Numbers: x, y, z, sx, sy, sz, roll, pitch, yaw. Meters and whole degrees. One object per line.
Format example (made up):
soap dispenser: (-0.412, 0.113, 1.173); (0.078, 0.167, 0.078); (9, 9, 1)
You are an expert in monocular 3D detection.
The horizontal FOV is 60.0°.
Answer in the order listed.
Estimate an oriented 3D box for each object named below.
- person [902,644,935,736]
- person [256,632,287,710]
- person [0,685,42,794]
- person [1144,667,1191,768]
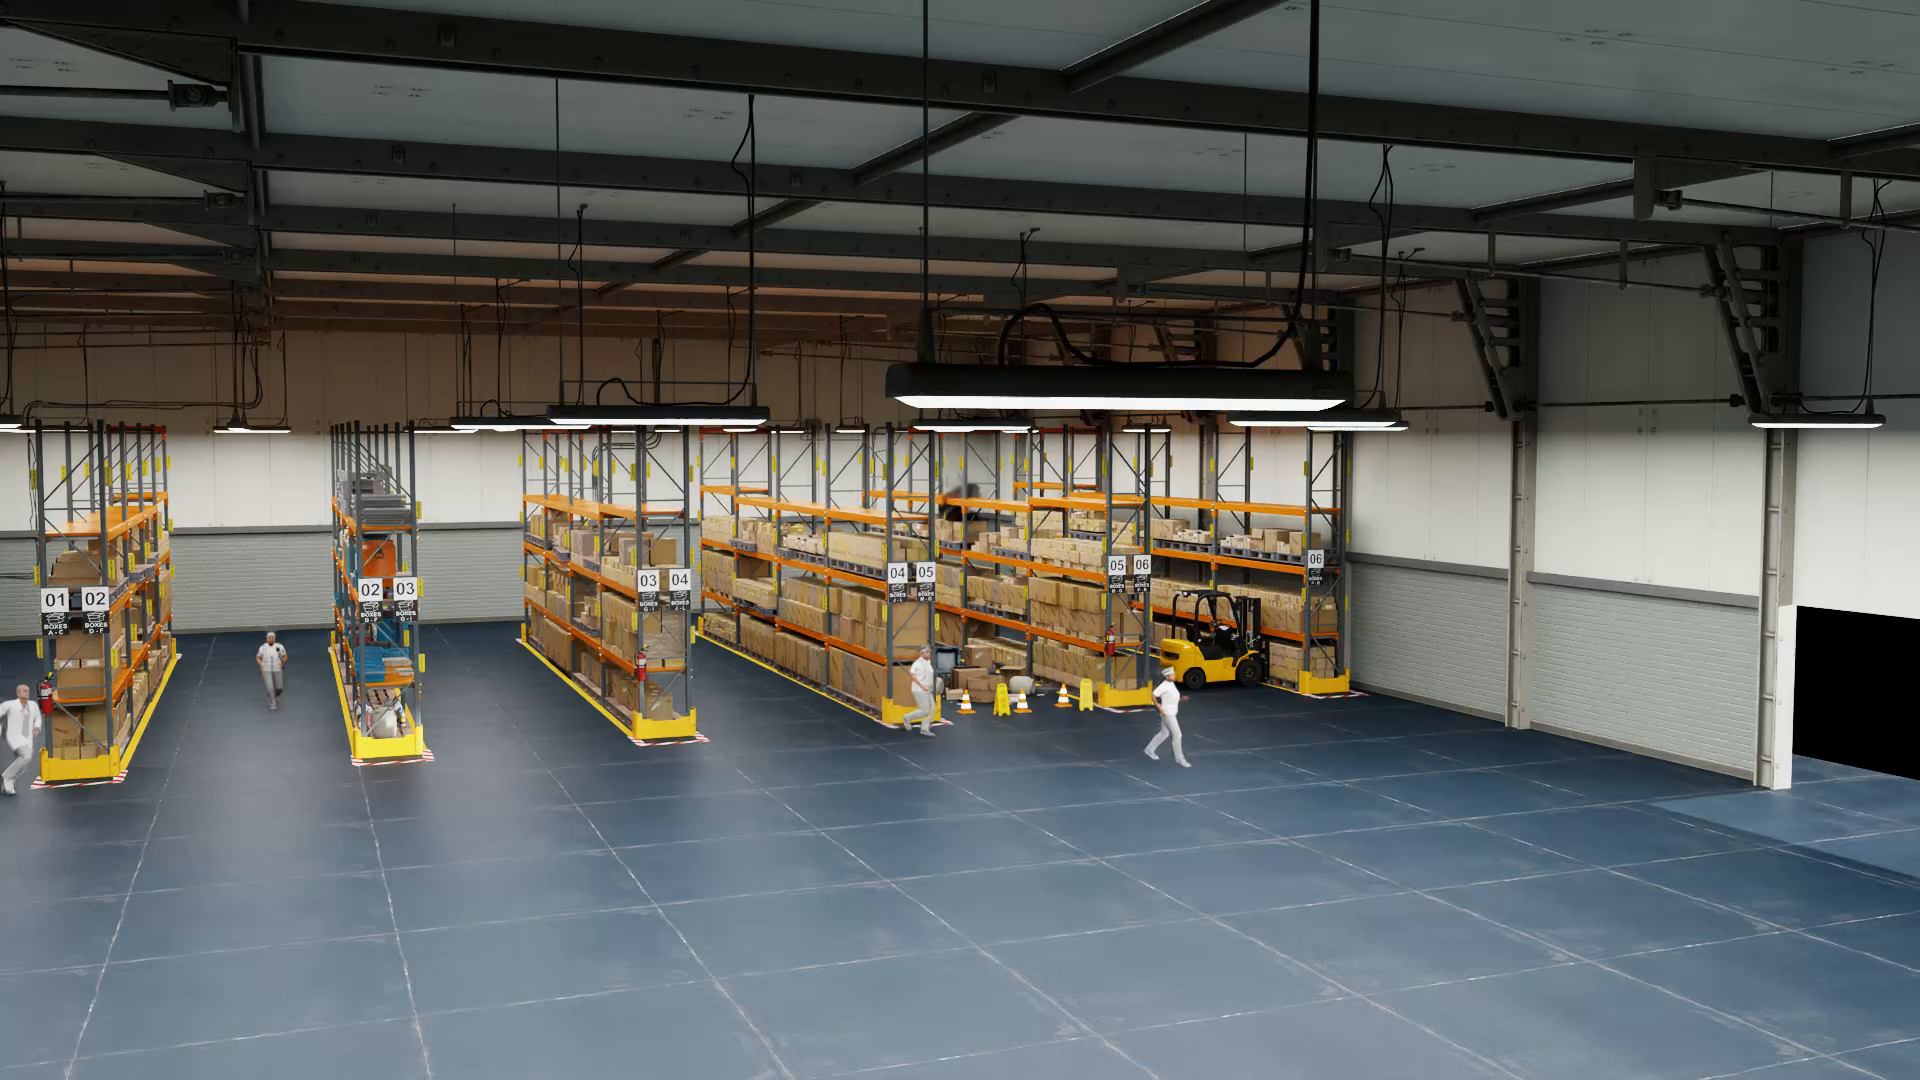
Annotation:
person: (-0.778, 2.874, 31.846); (0.653, 1.775, 0.679); (1, 4, 16)
person: (-14.422, 2.735, 34.855); (0.594, 1.622, 0.529); (-2, 4, -26)
person: (-15.046, 3.189, 26.692); (0.633, 1.704, 0.711); (2, 4, 25)
person: (3.616, 3.055, 28.903); (0.851, 1.727, 0.563); (1, 4, 20)
